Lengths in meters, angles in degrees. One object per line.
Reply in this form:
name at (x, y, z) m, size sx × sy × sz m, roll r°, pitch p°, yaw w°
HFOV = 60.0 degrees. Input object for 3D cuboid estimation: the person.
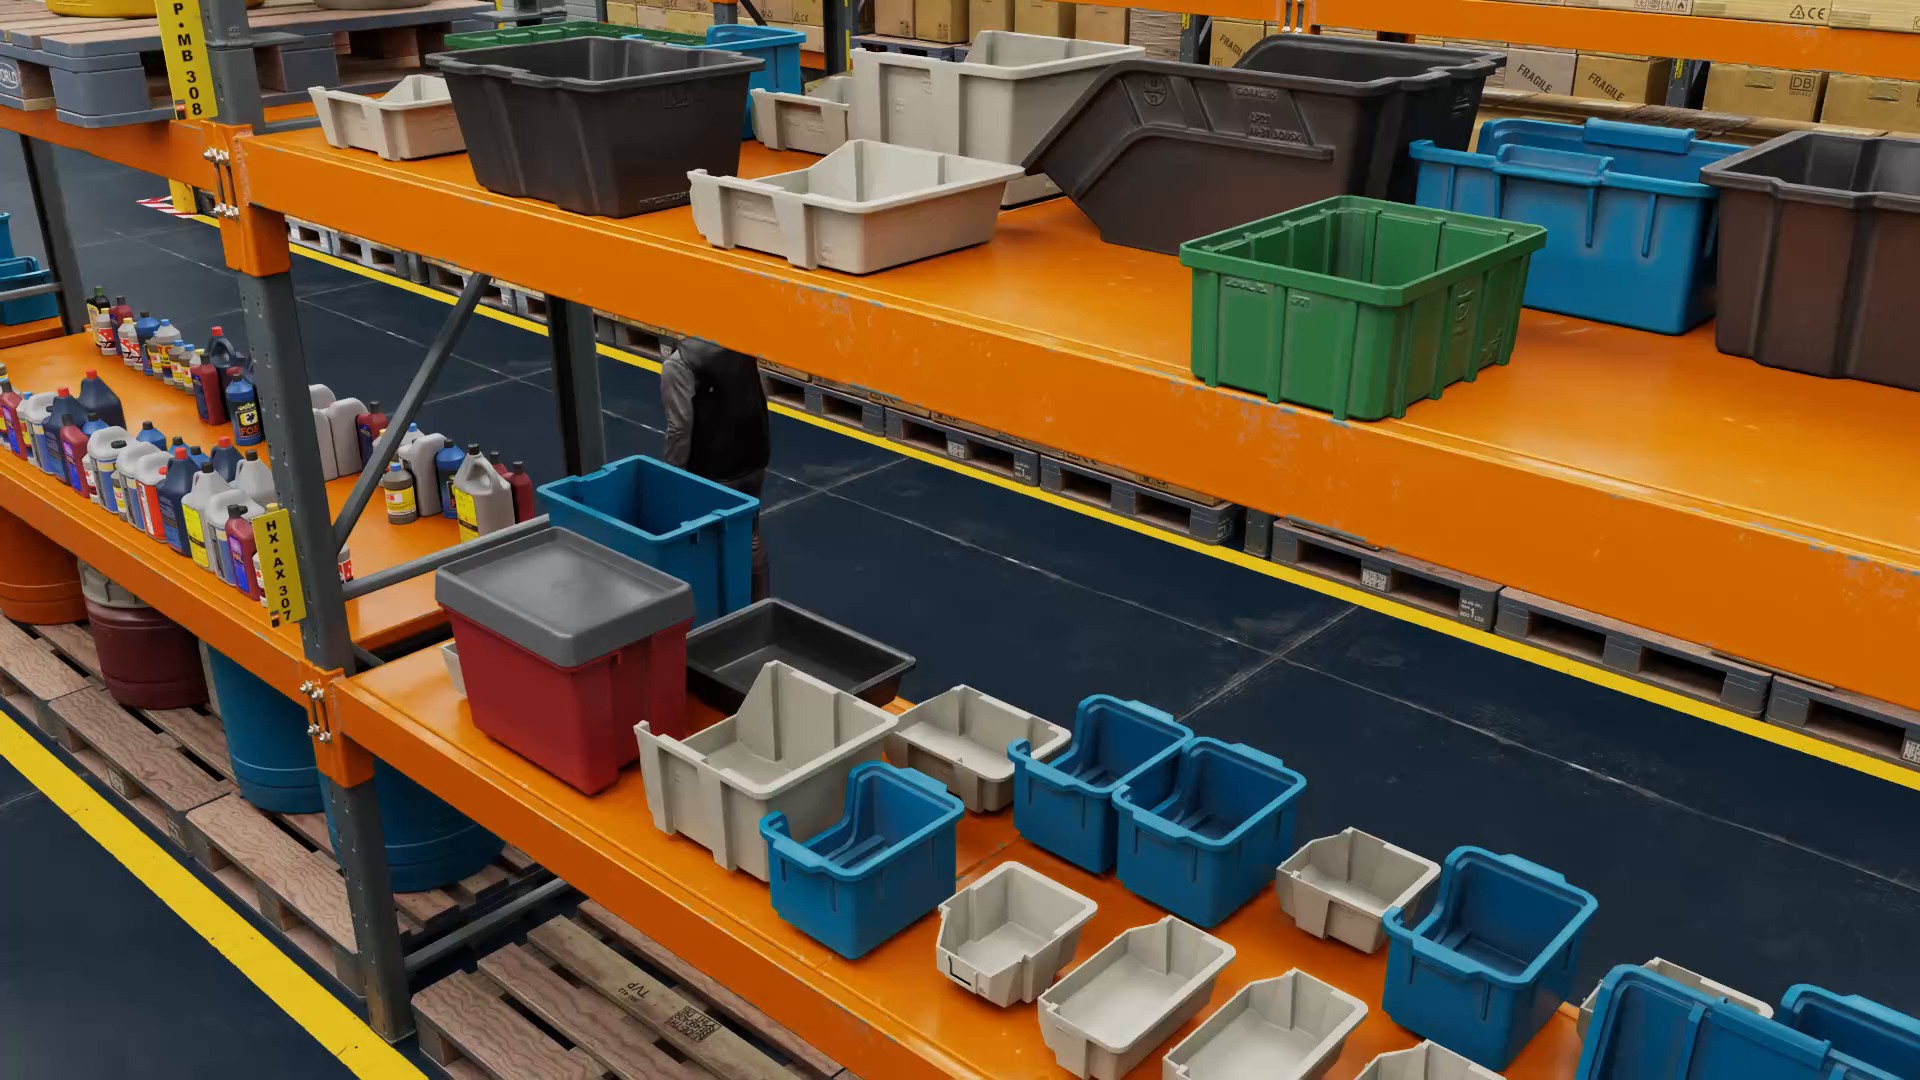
person at (-1.068, -0.329, 7.380) m, size 0.423 × 1.720 × 0.591 m, roll 18°, pitch 29°, yaw 35°
